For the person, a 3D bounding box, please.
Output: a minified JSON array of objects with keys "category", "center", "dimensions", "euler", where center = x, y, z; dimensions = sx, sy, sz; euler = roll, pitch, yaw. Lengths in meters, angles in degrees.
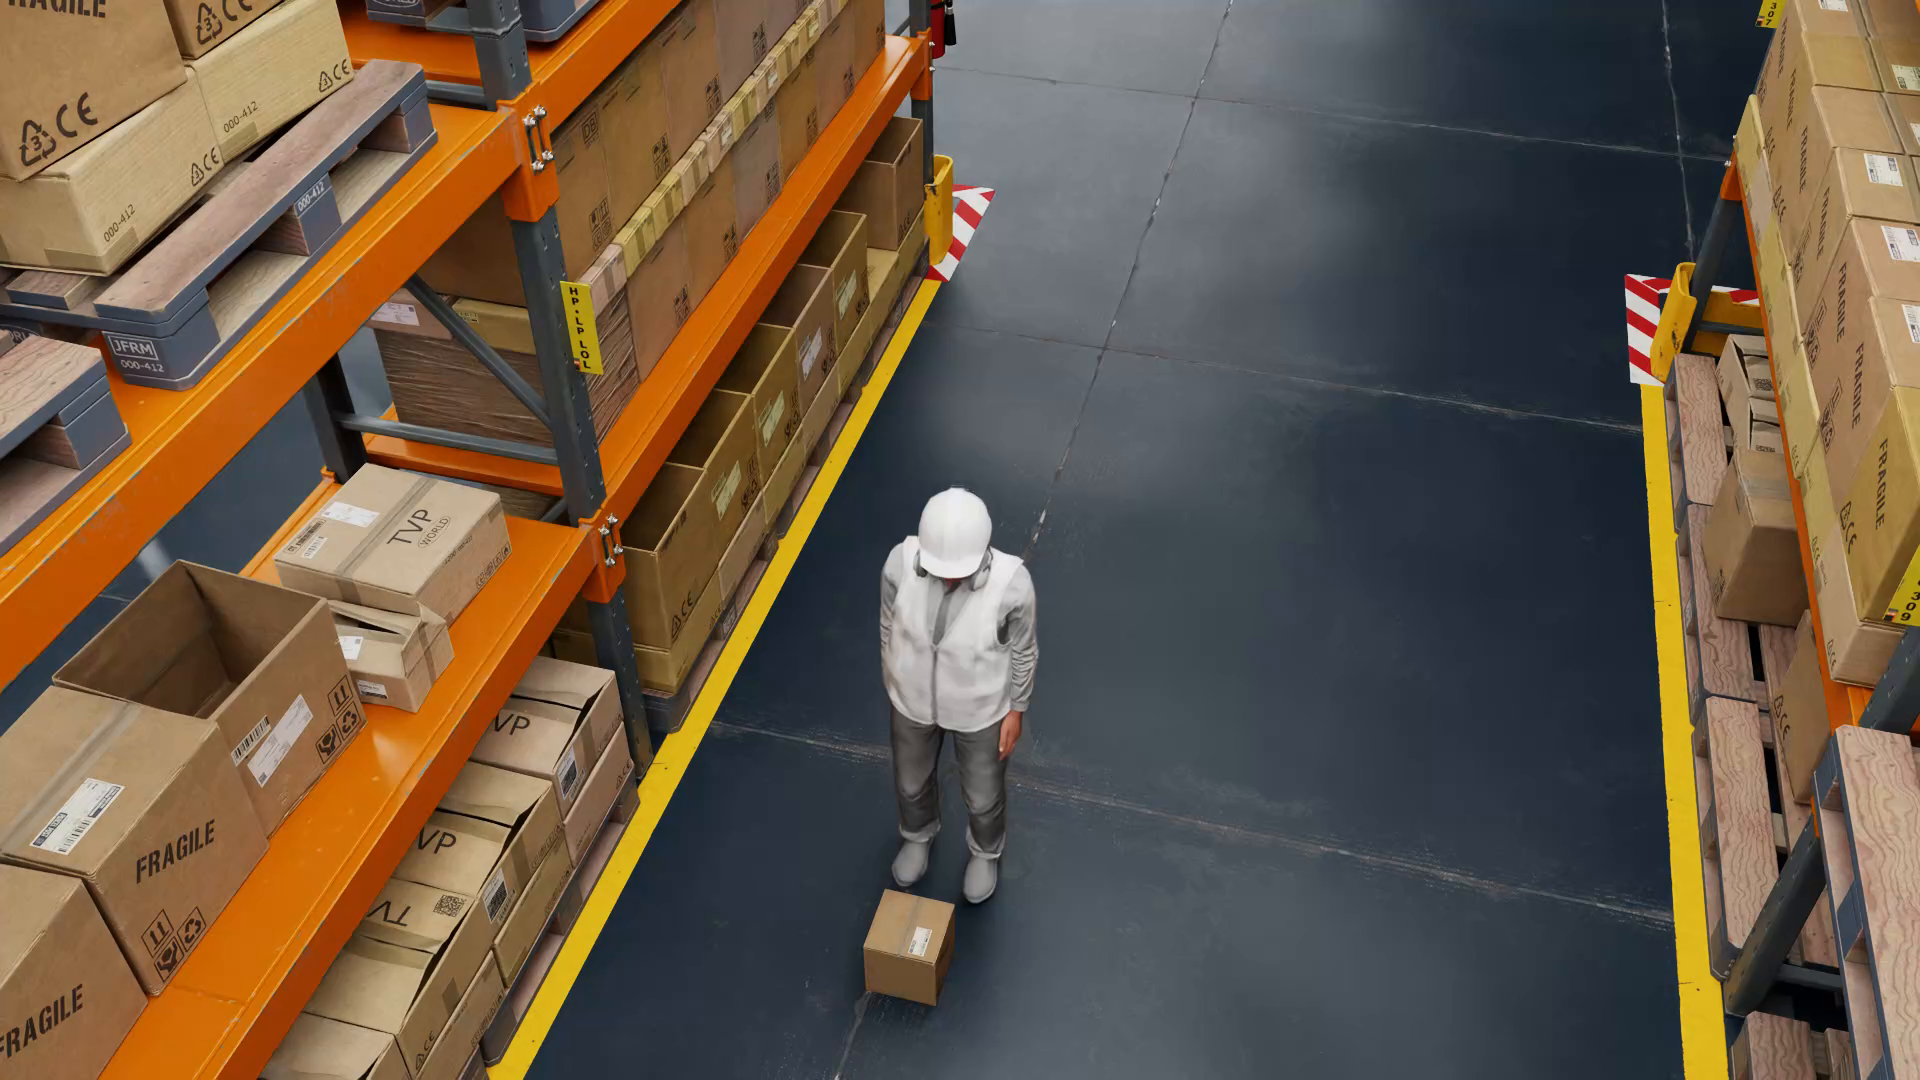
[{"category":"person","center":[-0.010,0.528,5.541],"dimensions":[0.538,1.760,0.378],"euler":[11,42,12]}]
